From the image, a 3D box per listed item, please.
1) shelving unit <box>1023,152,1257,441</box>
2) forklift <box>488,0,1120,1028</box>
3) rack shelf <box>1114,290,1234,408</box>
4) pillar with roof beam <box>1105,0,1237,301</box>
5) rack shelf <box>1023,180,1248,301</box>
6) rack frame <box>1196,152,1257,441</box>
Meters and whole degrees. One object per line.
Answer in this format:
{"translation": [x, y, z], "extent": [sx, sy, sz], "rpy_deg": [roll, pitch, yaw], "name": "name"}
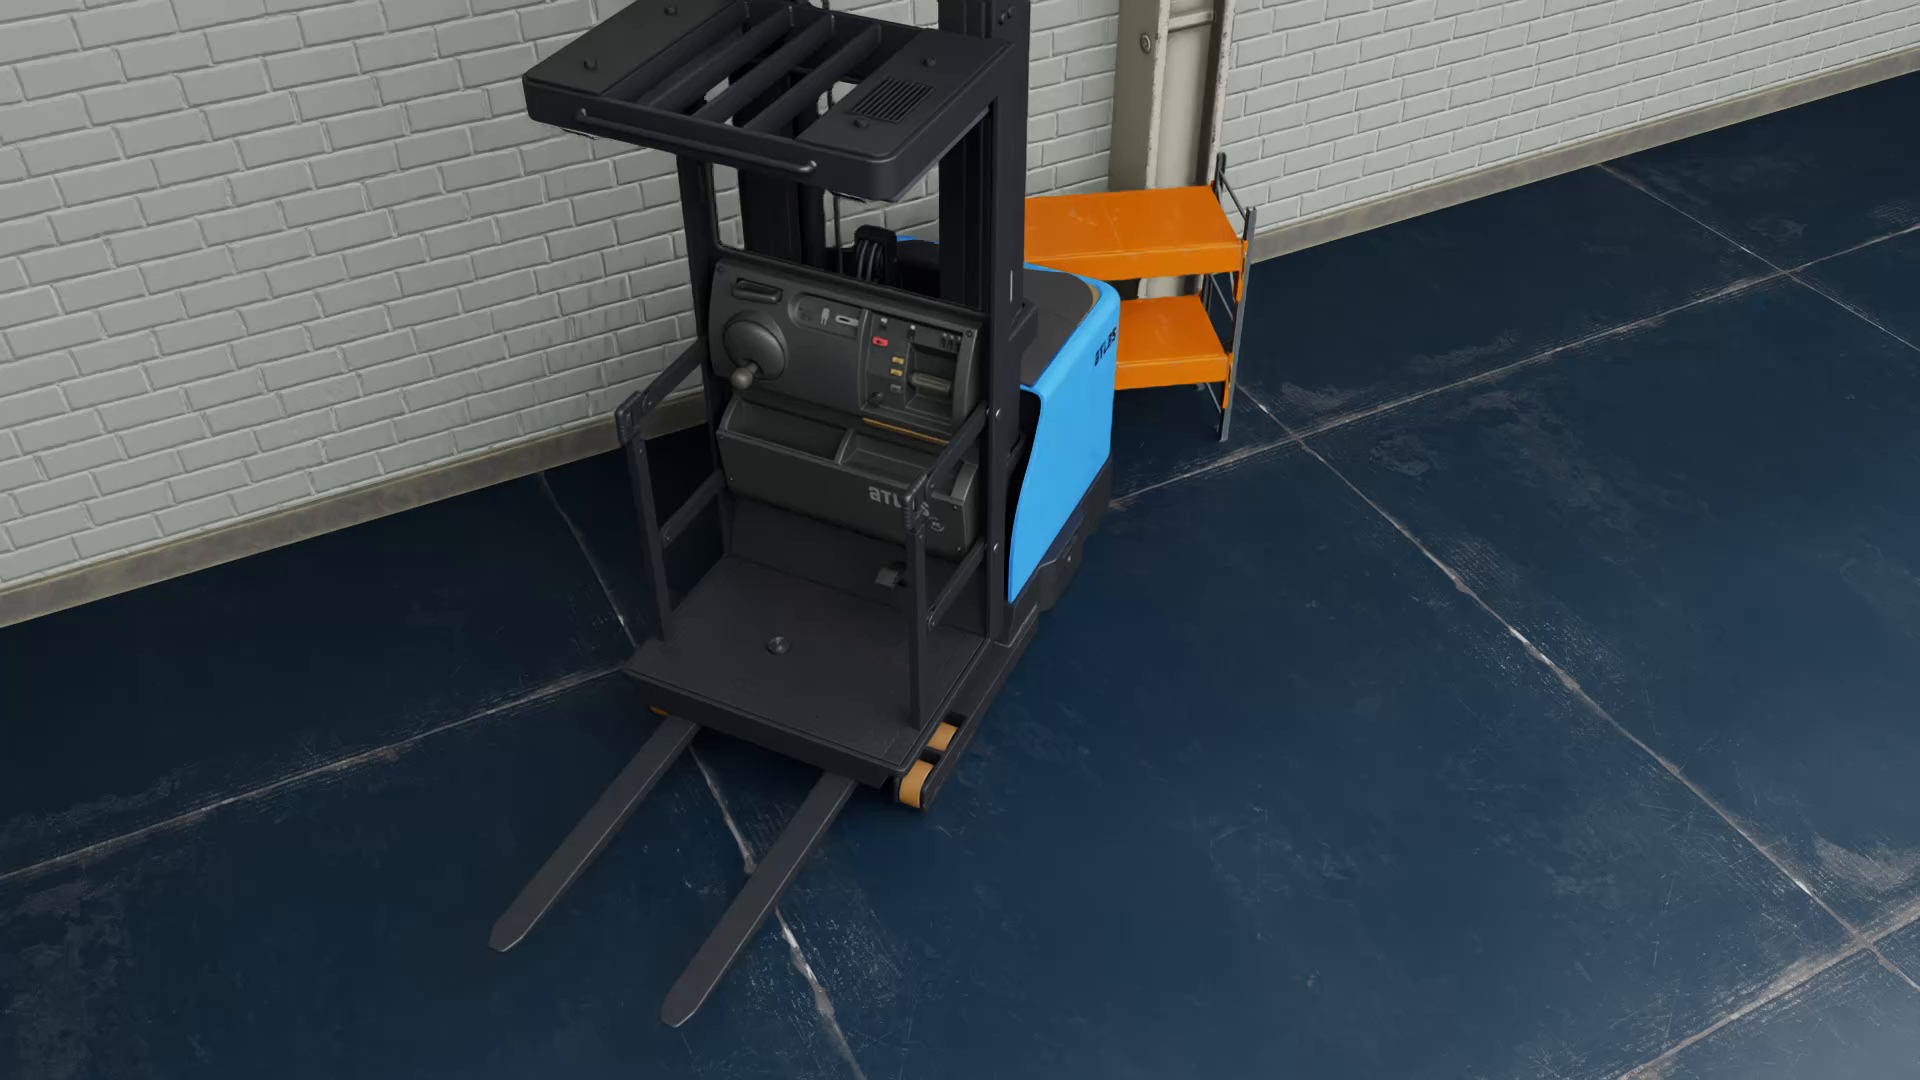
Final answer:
{"translation": [0.616, -0.977, 7.034], "extent": [1.048, 1.125, 0.538], "rpy_deg": [-5, 41, -6], "name": "shelving unit"}
{"translation": [-0.469, -0.529, 5.107], "extent": [1.130, 2.935, 3.031], "rpy_deg": [17, 43, 19], "name": "forklift"}
{"translation": [0.616, -0.791, 7.192], "extent": [1.000, 0.278, 0.538], "rpy_deg": [-5, 41, -6], "name": "rack shelf"}
{"translation": [2.917, -2.092, 2.257], "extent": [0.400, 9.000, 9.100], "rpy_deg": [-19, 44, -21], "name": "pillar with roof beam"}
{"translation": [0.616, -1.201, 6.845], "extent": [1.000, 0.278, 0.538], "rpy_deg": [-5, 41, -6], "name": "rack shelf"}
{"translation": [1.119, -1.024, 7.089], "extent": [0.032, 1.125, 0.500], "rpy_deg": [-5, 41, -6], "name": "rack frame"}
